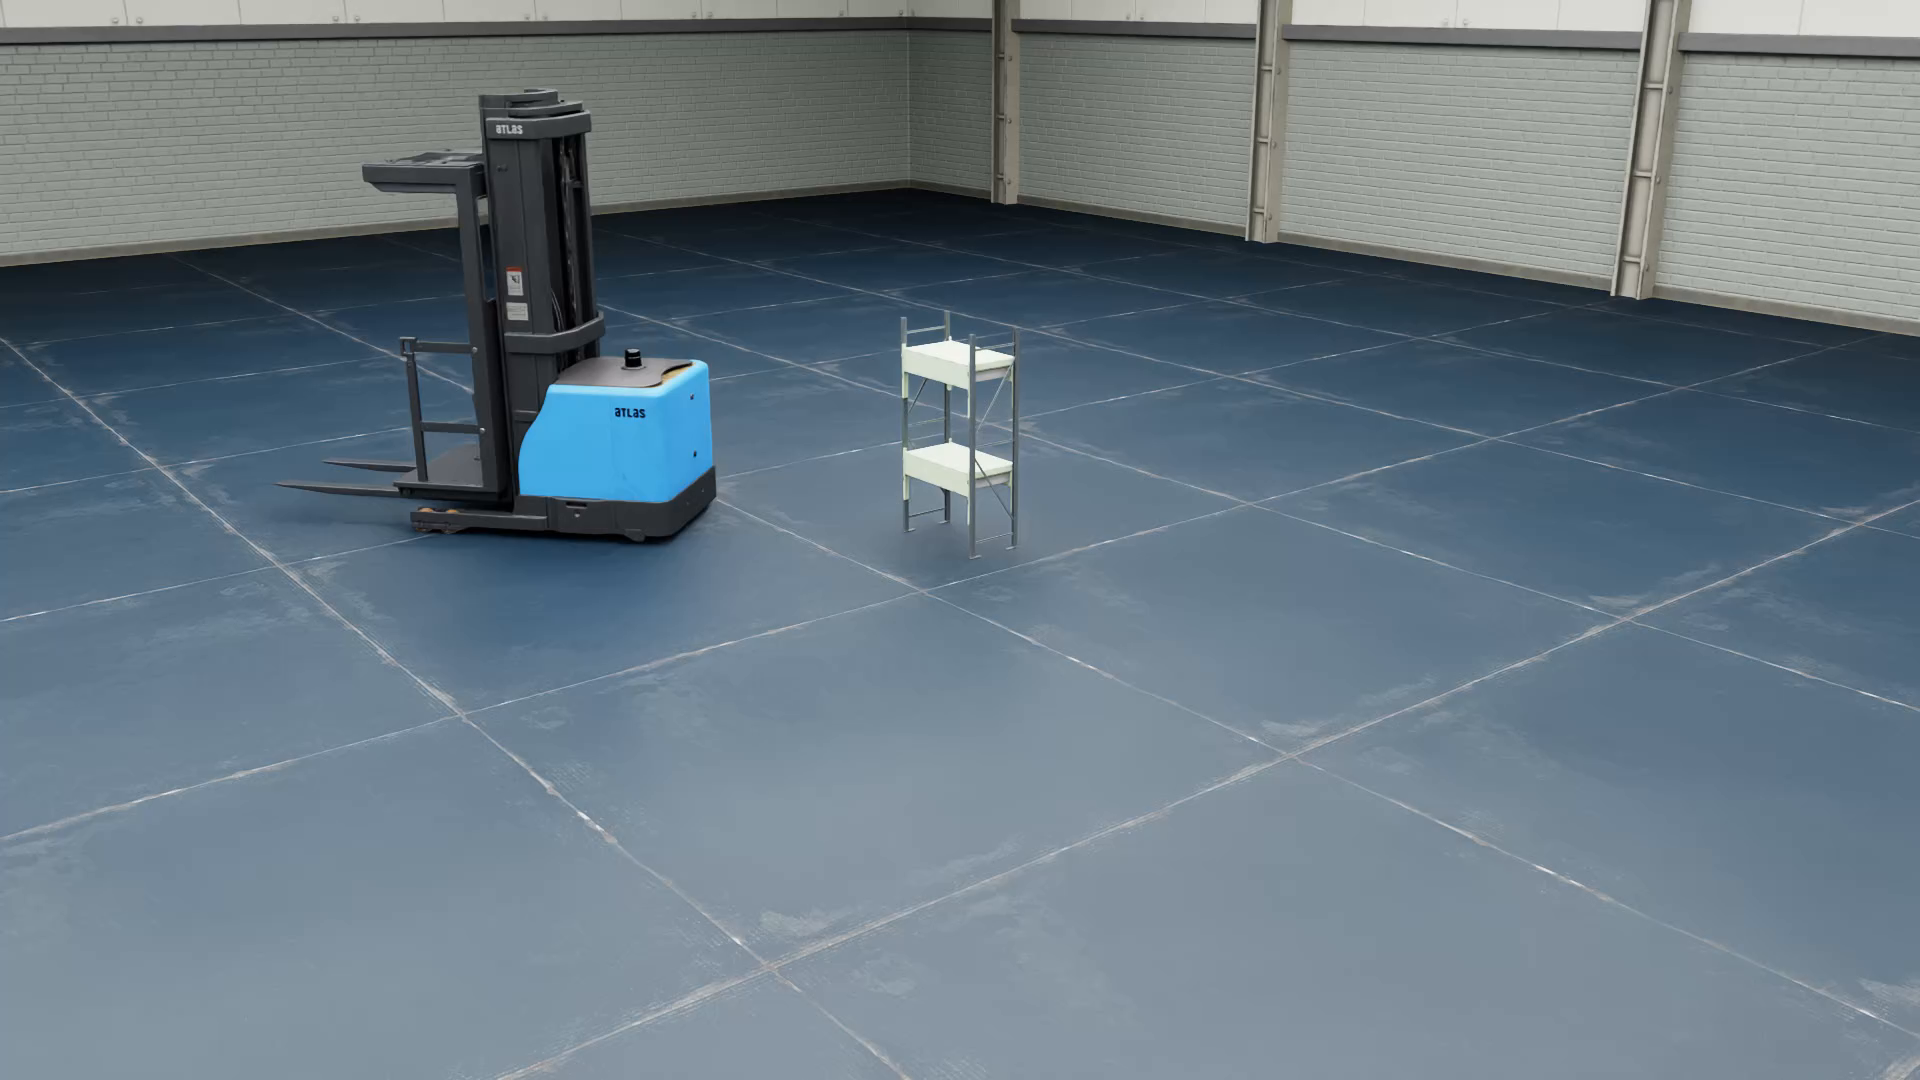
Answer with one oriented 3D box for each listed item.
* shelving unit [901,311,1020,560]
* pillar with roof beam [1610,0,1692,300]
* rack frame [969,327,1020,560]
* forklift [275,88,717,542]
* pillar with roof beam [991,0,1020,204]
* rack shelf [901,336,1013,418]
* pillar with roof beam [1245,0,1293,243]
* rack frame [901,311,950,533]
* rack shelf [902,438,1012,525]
[{"bbox_3d":[-0.004,-0.714,11.132,0.431,1.500,0.755,-14,23,-36],"label":"shelving unit"},{"bbox_3d":[4.862,-6.422,16.442,9.100,9.000,0.400,-14,23,-36],"label":"pillar with roof beam"},{"bbox_3d":[0.223,-0.623,10.859,0.400,1.500,0.023,-14,23,-36],"label":"rack frame"},{"bbox_3d":[-3.337,-1.591,11.505,3.031,2.935,1.130,3,19,10],"label":"forklift"},{"bbox_3d":[-2.589,-9.379,25.371,9.100,9.000,0.400,-14,23,-36],"label":"pillar with roof beam"},{"bbox_3d":[-0.004,-1.084,11.009,0.431,0.370,0.720,-14,23,-36],"label":"rack shelf"},{"bbox_3d":[1.137,-7.901,20.907,9.100,9.000,0.400,-14,23,-36],"label":"pillar with roof beam"},{"bbox_3d":[-0.231,-0.804,11.404,0.400,1.500,0.023,-14,23,-36],"label":"rack frame"},{"bbox_3d":[-0.004,-0.404,11.234,0.431,0.370,0.720,-14,23,-36],"label":"rack shelf"}]
